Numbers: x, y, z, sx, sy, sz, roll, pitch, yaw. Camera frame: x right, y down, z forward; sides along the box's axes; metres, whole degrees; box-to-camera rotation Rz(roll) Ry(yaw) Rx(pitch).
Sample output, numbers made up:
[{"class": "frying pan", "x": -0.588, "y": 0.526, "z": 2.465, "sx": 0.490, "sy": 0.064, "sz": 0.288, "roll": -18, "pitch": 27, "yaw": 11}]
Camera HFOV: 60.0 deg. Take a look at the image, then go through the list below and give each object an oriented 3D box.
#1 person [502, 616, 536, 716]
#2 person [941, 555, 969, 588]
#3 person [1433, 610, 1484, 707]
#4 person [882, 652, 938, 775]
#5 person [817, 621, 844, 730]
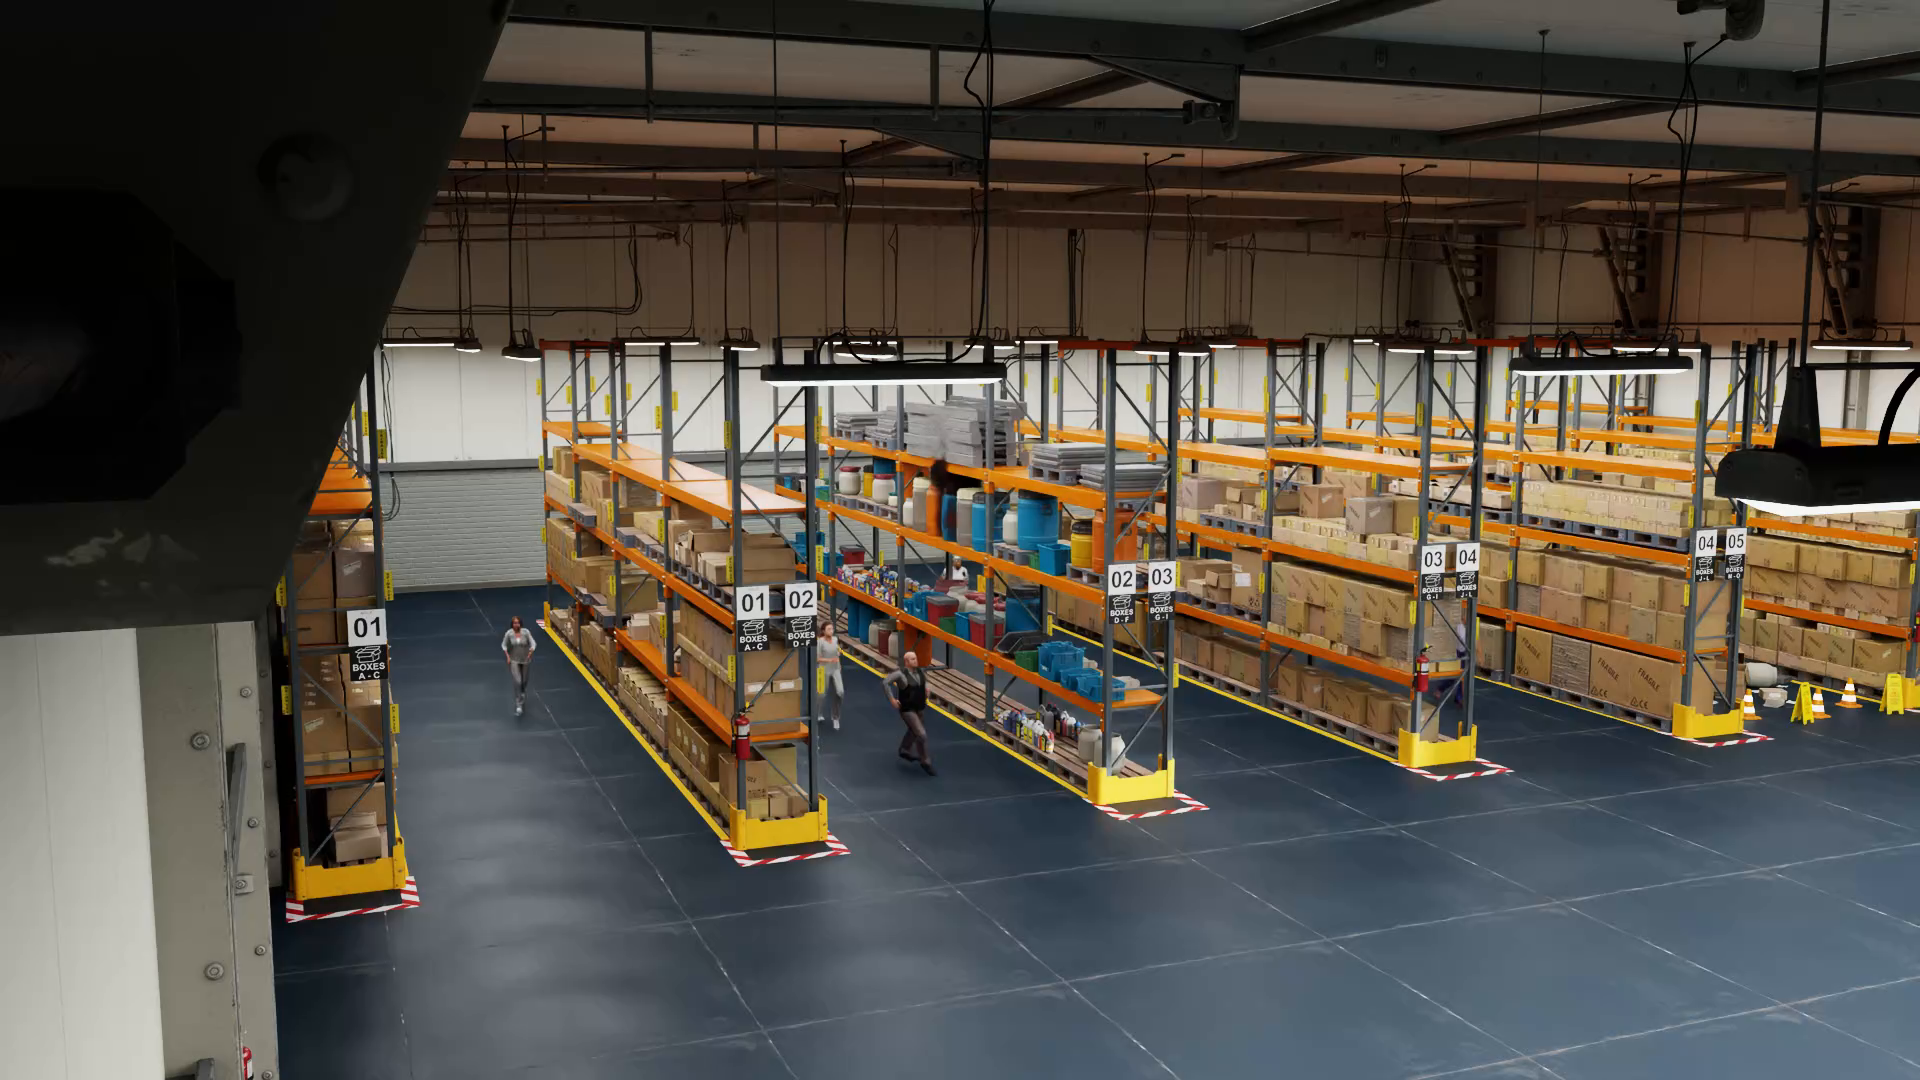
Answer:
[{"class": "person", "x": -7.222, "y": 2.012, "z": 27.246, "sx": 0.541, "sy": 1.607, "sz": 0.733, "roll": -2, "pitch": 8, "yaw": -16}, {"class": "person", "x": -0.072, "y": 1.137, "z": 33.837, "sx": 0.508, "sy": 1.683, "sz": 0.788, "roll": -4, "pitch": 8, "yaw": -28}, {"class": "person", "x": 8.271, "y": 1.957, "z": 27.595, "sx": 0.725, "sy": 1.601, "sz": 0.533, "roll": -2, "pitch": 8, "yaw": -11}, {"class": "person", "x": -0.710, "y": 2.438, "z": 23.483, "sx": 0.798, "sy": 1.765, "sz": 0.718, "roll": 6, "pitch": 10, "yaw": 40}, {"class": "person", "x": -2.068, "y": 2.116, "z": 26.119, "sx": 0.509, "sy": 1.712, "sz": 0.817, "roll": -4, "pitch": 8, "yaw": -28}]
